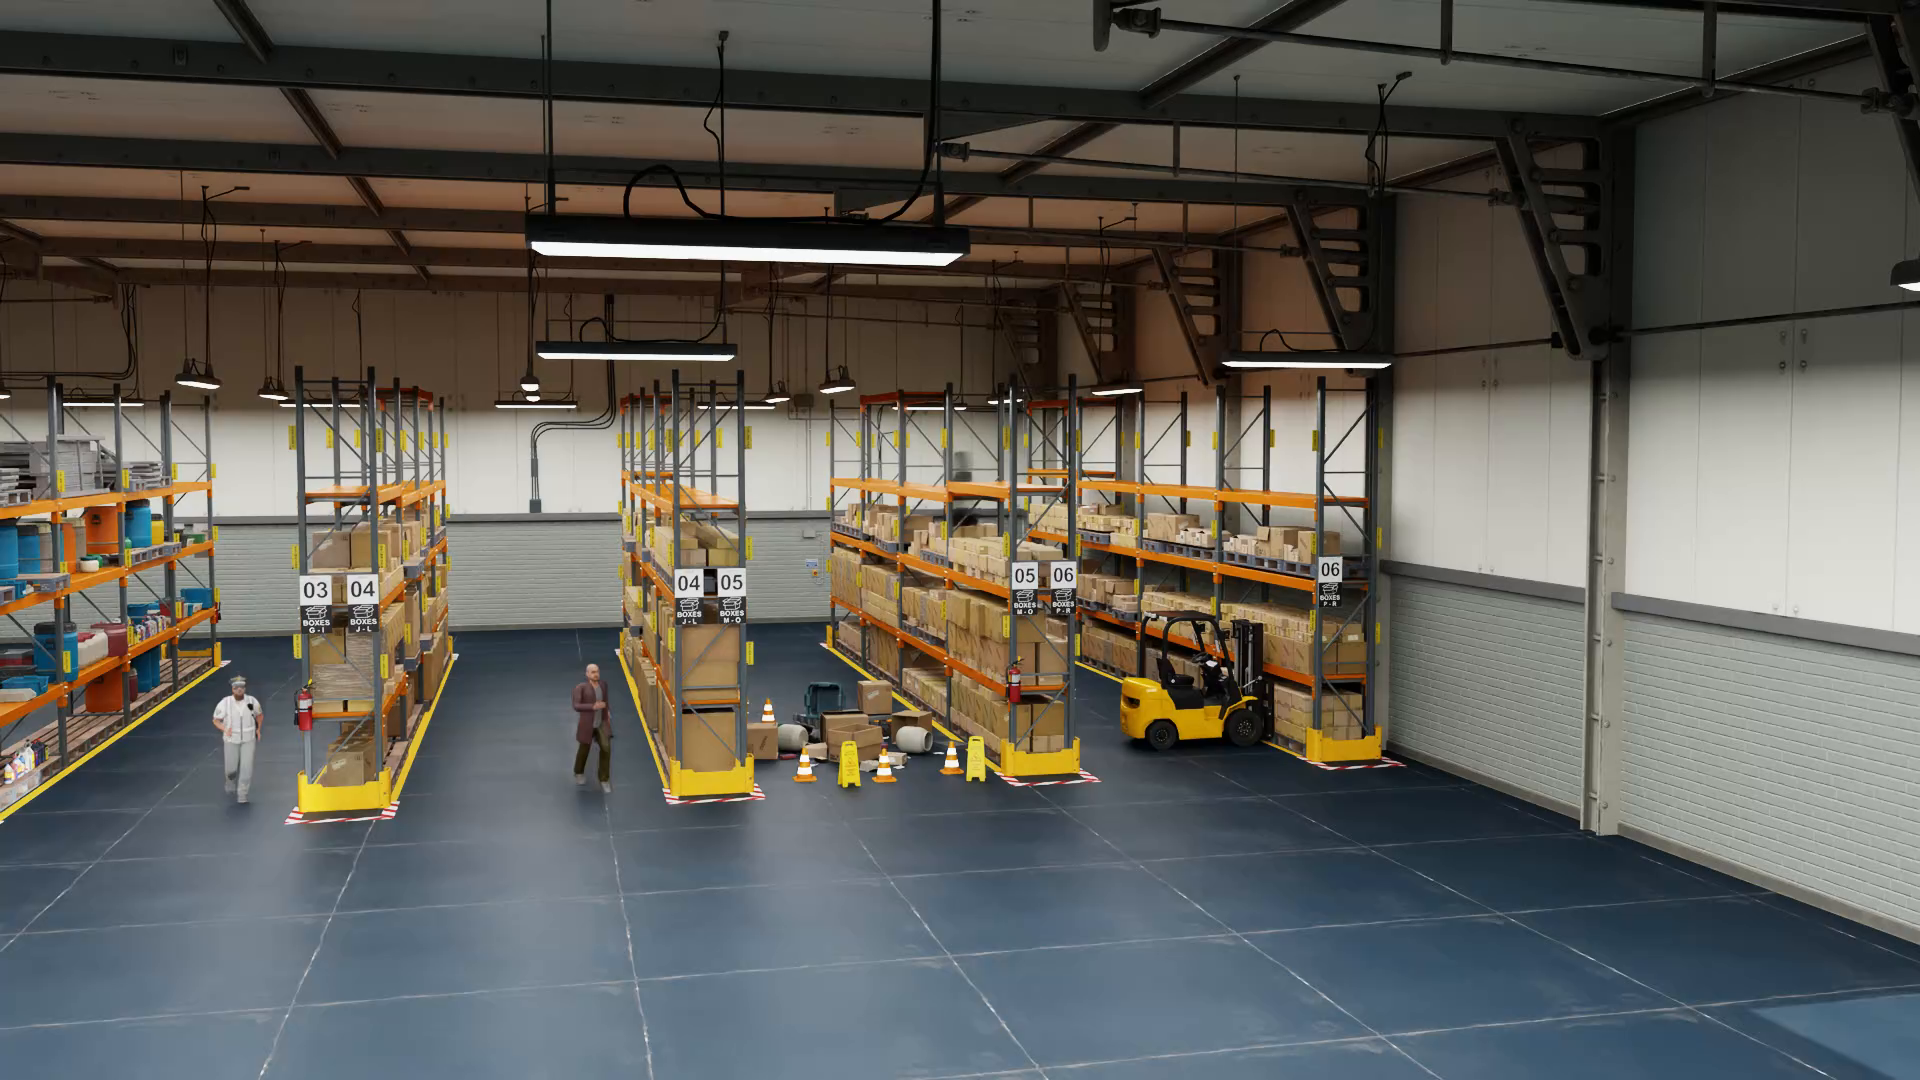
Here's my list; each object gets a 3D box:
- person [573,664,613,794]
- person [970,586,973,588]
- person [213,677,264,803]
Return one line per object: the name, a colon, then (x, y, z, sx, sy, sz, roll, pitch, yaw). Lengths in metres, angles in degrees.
person: (-5.279, 2.683, 23.829, 0.673, 1.841, 0.950, -3, 4, -36)
person: (0.237, 1.838, 38.924, 0.602, 1.689, 0.903, -3, 4, -38)
person: (-10.008, 2.754, 23.098, 0.658, 1.735, 0.680, -2, 4, -31)
